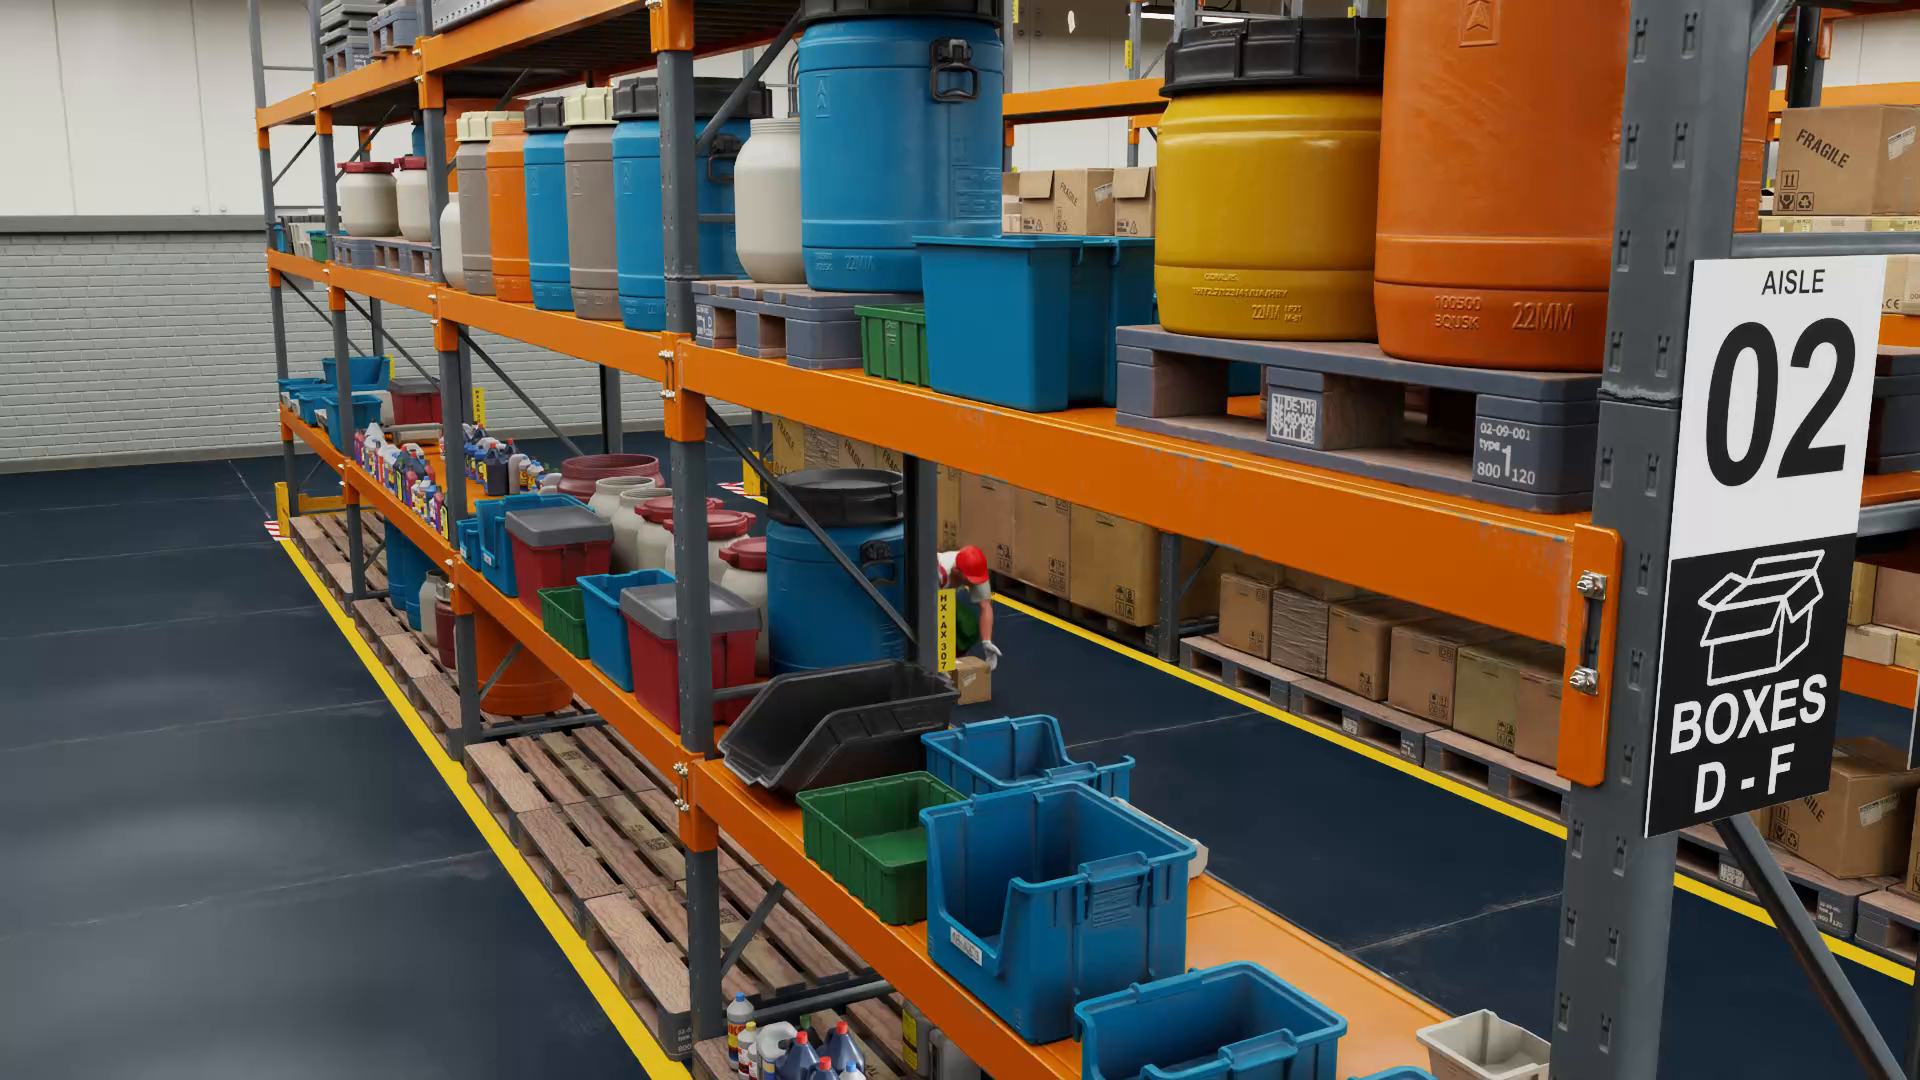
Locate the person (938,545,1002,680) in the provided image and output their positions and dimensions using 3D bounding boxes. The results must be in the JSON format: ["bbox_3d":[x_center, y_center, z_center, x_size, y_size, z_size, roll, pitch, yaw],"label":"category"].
[{"bbox_3d":[-0.106,0.492,11.360,0.579,1.041,0.872,-6,13,-28],"label":"person"}]
